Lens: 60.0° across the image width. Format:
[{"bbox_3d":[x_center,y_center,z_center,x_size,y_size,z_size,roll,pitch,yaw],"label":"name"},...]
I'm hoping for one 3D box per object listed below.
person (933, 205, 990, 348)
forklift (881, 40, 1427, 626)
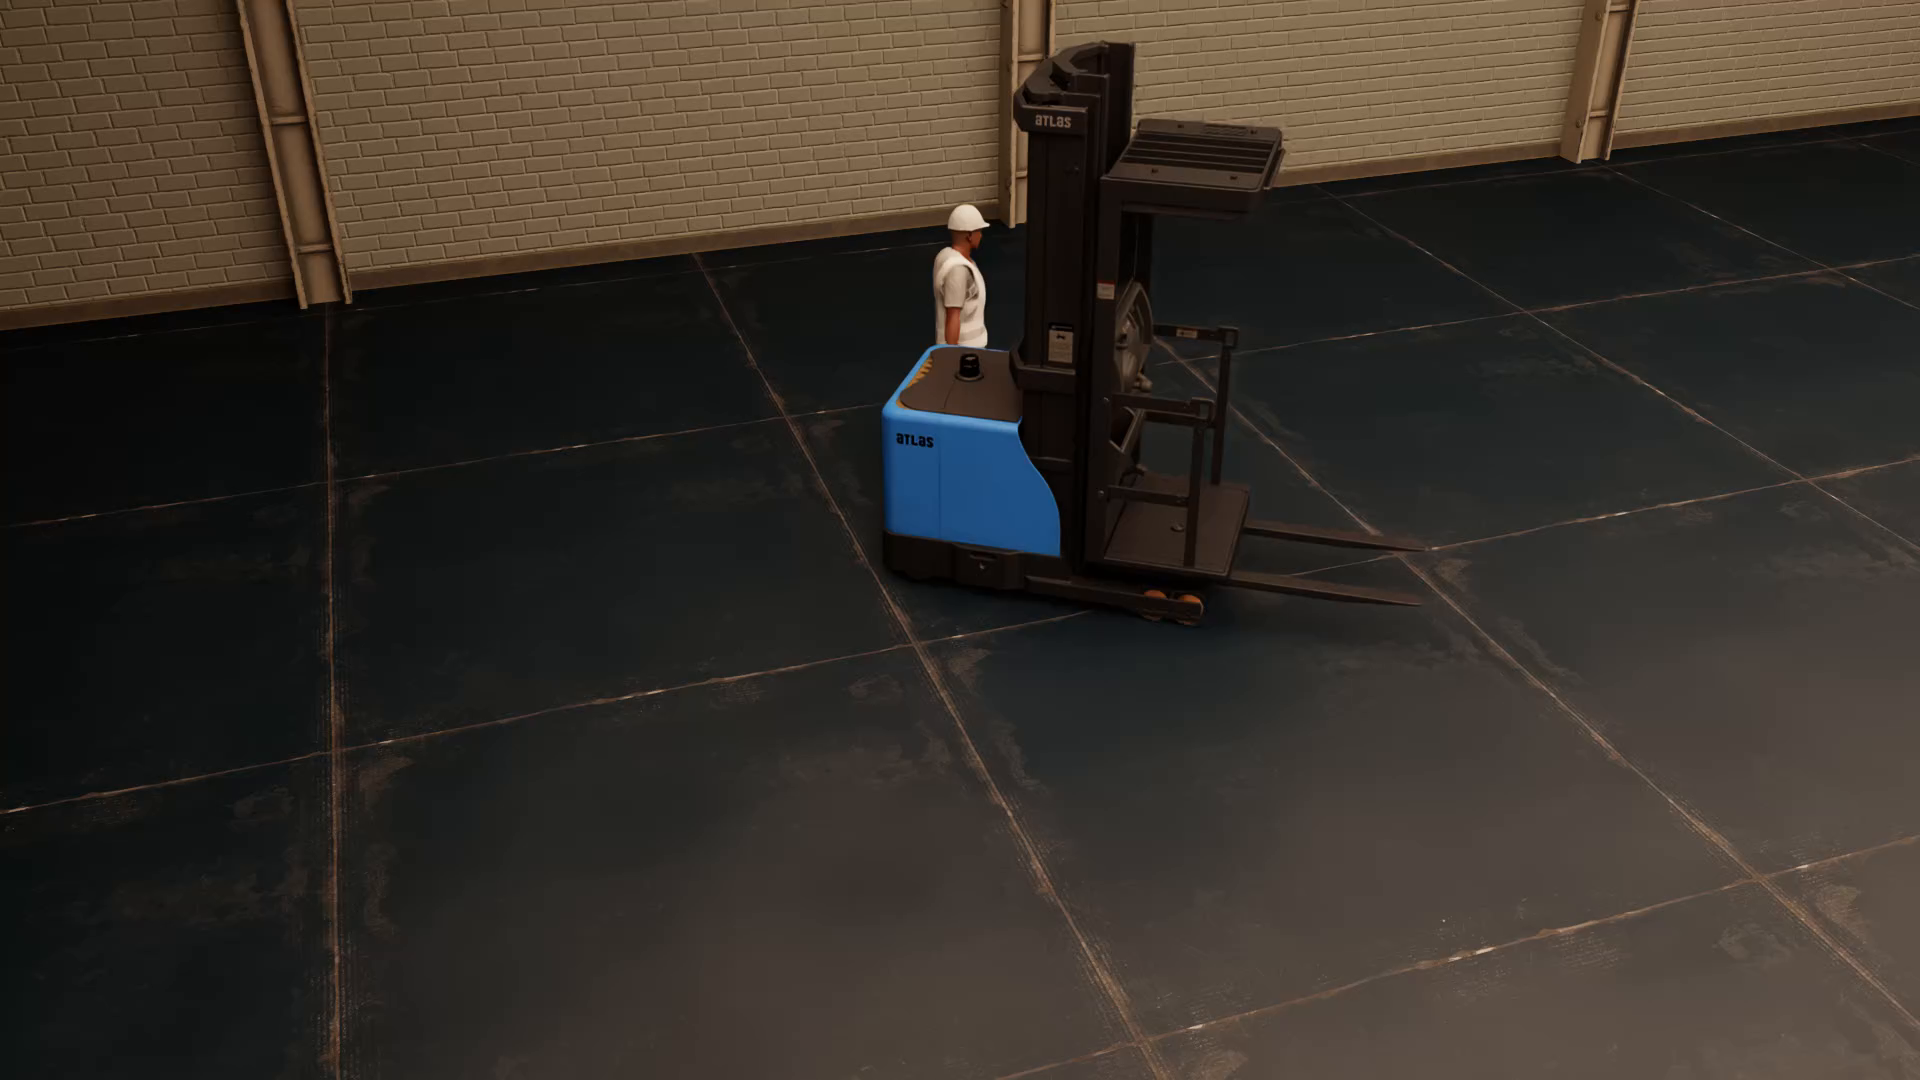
[{"bbox_3d":[-0.054,-1.219,10.465,0.502,1.730,0.891,-2,30,-3],"label":"person"},{"bbox_3d":[1.127,-1.093,8.986,3.031,2.935,1.130,8,31,14],"label":"forklift"}]
